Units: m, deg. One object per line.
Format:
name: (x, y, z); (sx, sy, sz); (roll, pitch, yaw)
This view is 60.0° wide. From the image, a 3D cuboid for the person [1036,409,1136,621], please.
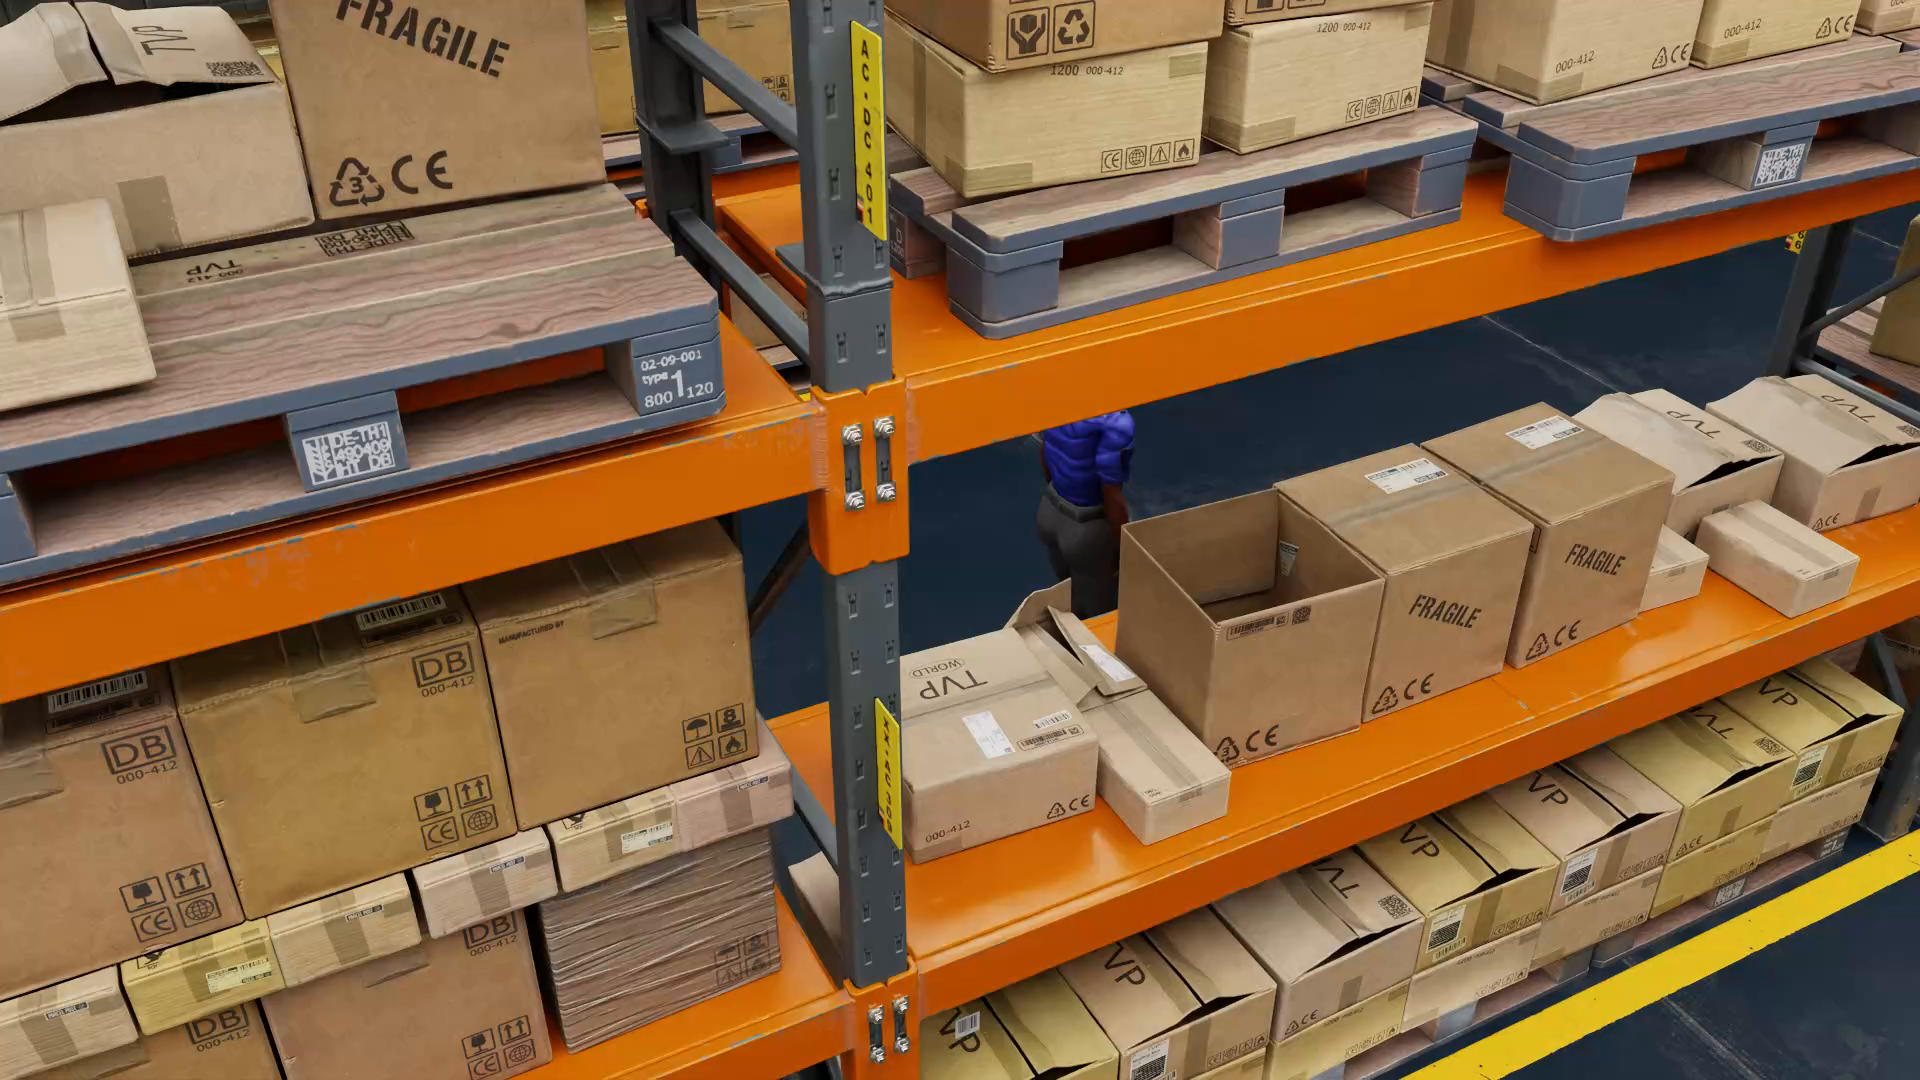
person: (0.508, -0.054, 6.226); (0.396, 1.656, 0.531); (-17, 37, -25)
